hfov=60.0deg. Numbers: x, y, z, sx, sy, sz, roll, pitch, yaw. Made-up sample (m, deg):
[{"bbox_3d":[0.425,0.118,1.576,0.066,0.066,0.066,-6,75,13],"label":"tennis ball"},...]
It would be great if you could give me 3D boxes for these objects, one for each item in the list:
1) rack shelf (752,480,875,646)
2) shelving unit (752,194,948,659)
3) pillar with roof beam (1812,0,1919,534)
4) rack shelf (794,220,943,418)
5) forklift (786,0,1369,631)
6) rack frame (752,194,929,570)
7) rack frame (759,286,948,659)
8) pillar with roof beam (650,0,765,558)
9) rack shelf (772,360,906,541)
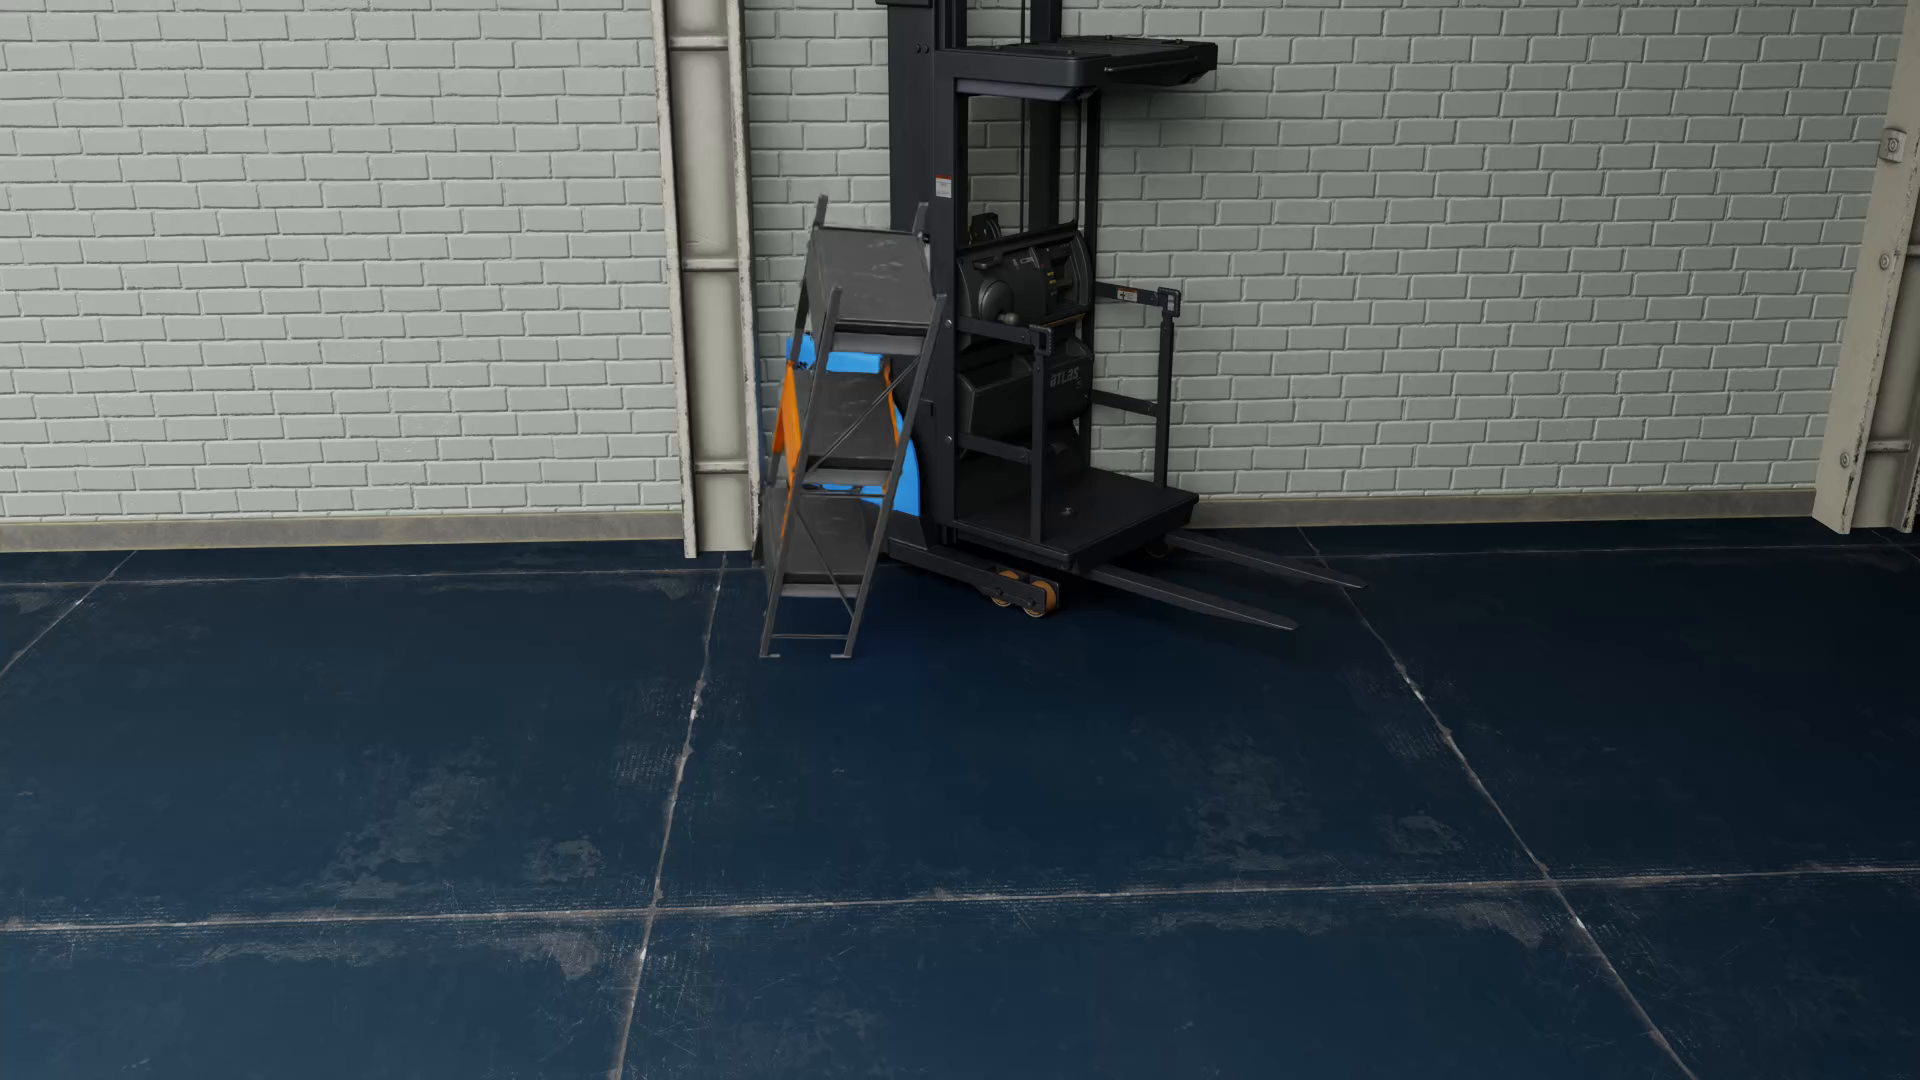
[{"bbox_3d":[-0.636,0.103,7.100,0.431,0.518,0.480,1,50,-15],"label":"rack shelf"},{"bbox_3d":[-0.489,-0.356,6.573,0.431,2.100,0.503,1,50,-15],"label":"shelving unit"},{"bbox_3d":[5.039,-2.766,3.240,0.400,9.000,9.100,-1,21,-3],"label":"pillar with roof beam"},{"bbox_3d":[-0.347,-0.797,6.067,0.431,0.518,0.480,1,50,-15],"label":"rack shelf"},{"bbox_3d":[0.475,-1.224,7.718,3.031,2.935,1.130,17,27,38],"label":"forklift"},{"bbox_3d":[-0.524,-0.543,6.726,0.400,2.100,0.015,1,50,-15],"label":"rack frame"},{"bbox_3d":[-0.454,-0.169,6.420,0.400,2.100,0.015,1,50,-15],"label":"rack frame"},{"bbox_3d":[-0.951,-2.644,2.919,0.400,9.000,9.100,-1,21,-3],"label":"pillar with roof beam"},{"bbox_3d":[-0.491,-0.347,6.583,0.431,0.518,0.480,1,50,-15],"label":"rack shelf"}]
